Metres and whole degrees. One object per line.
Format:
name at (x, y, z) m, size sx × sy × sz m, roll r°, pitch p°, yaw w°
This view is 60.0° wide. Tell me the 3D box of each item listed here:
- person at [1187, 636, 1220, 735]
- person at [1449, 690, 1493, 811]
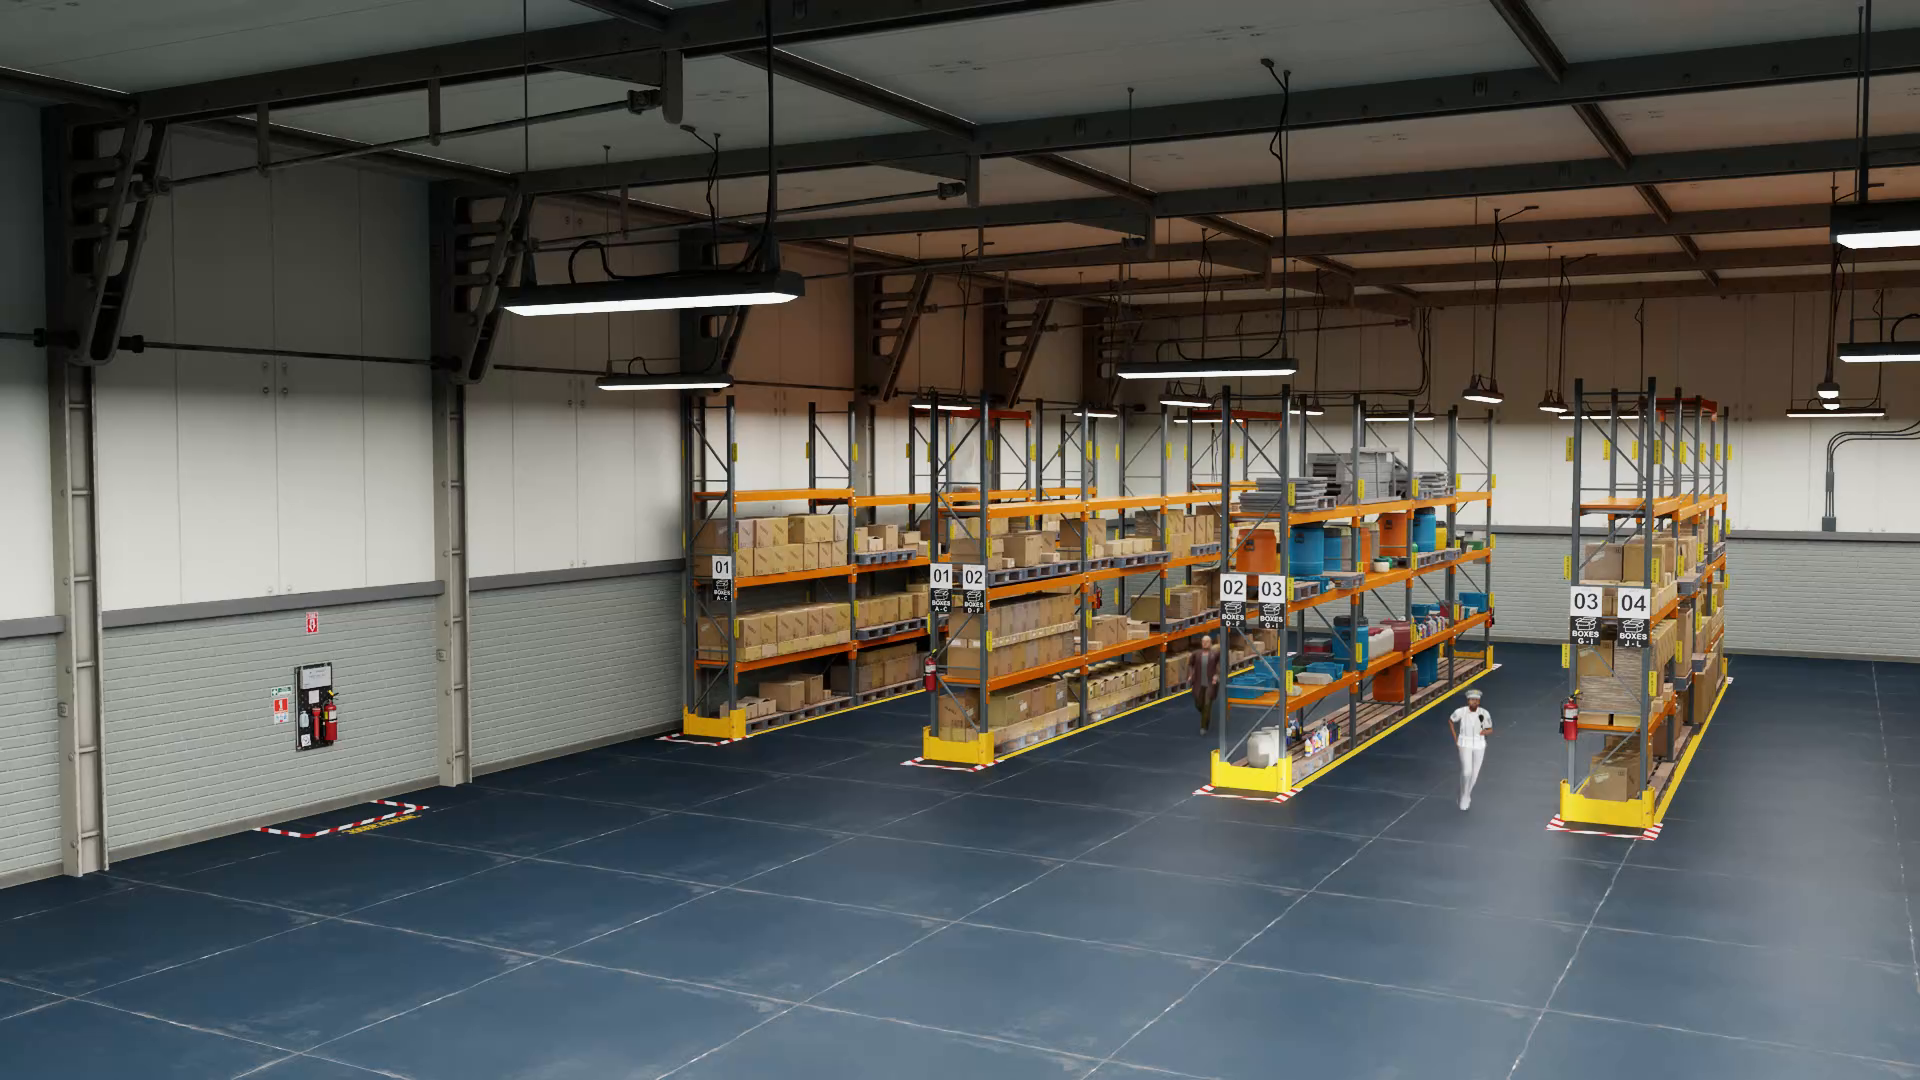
person at (4.415, 2.588, 29.773) m, size 0.724 × 1.750 × 0.653 m, roll 1°, pitch 3°, yaw 19°
person at (7.192, 2.939, 23.380) m, size 0.560 × 1.713 × 0.740 m, roll 0°, pitch 3°, yaw 4°
